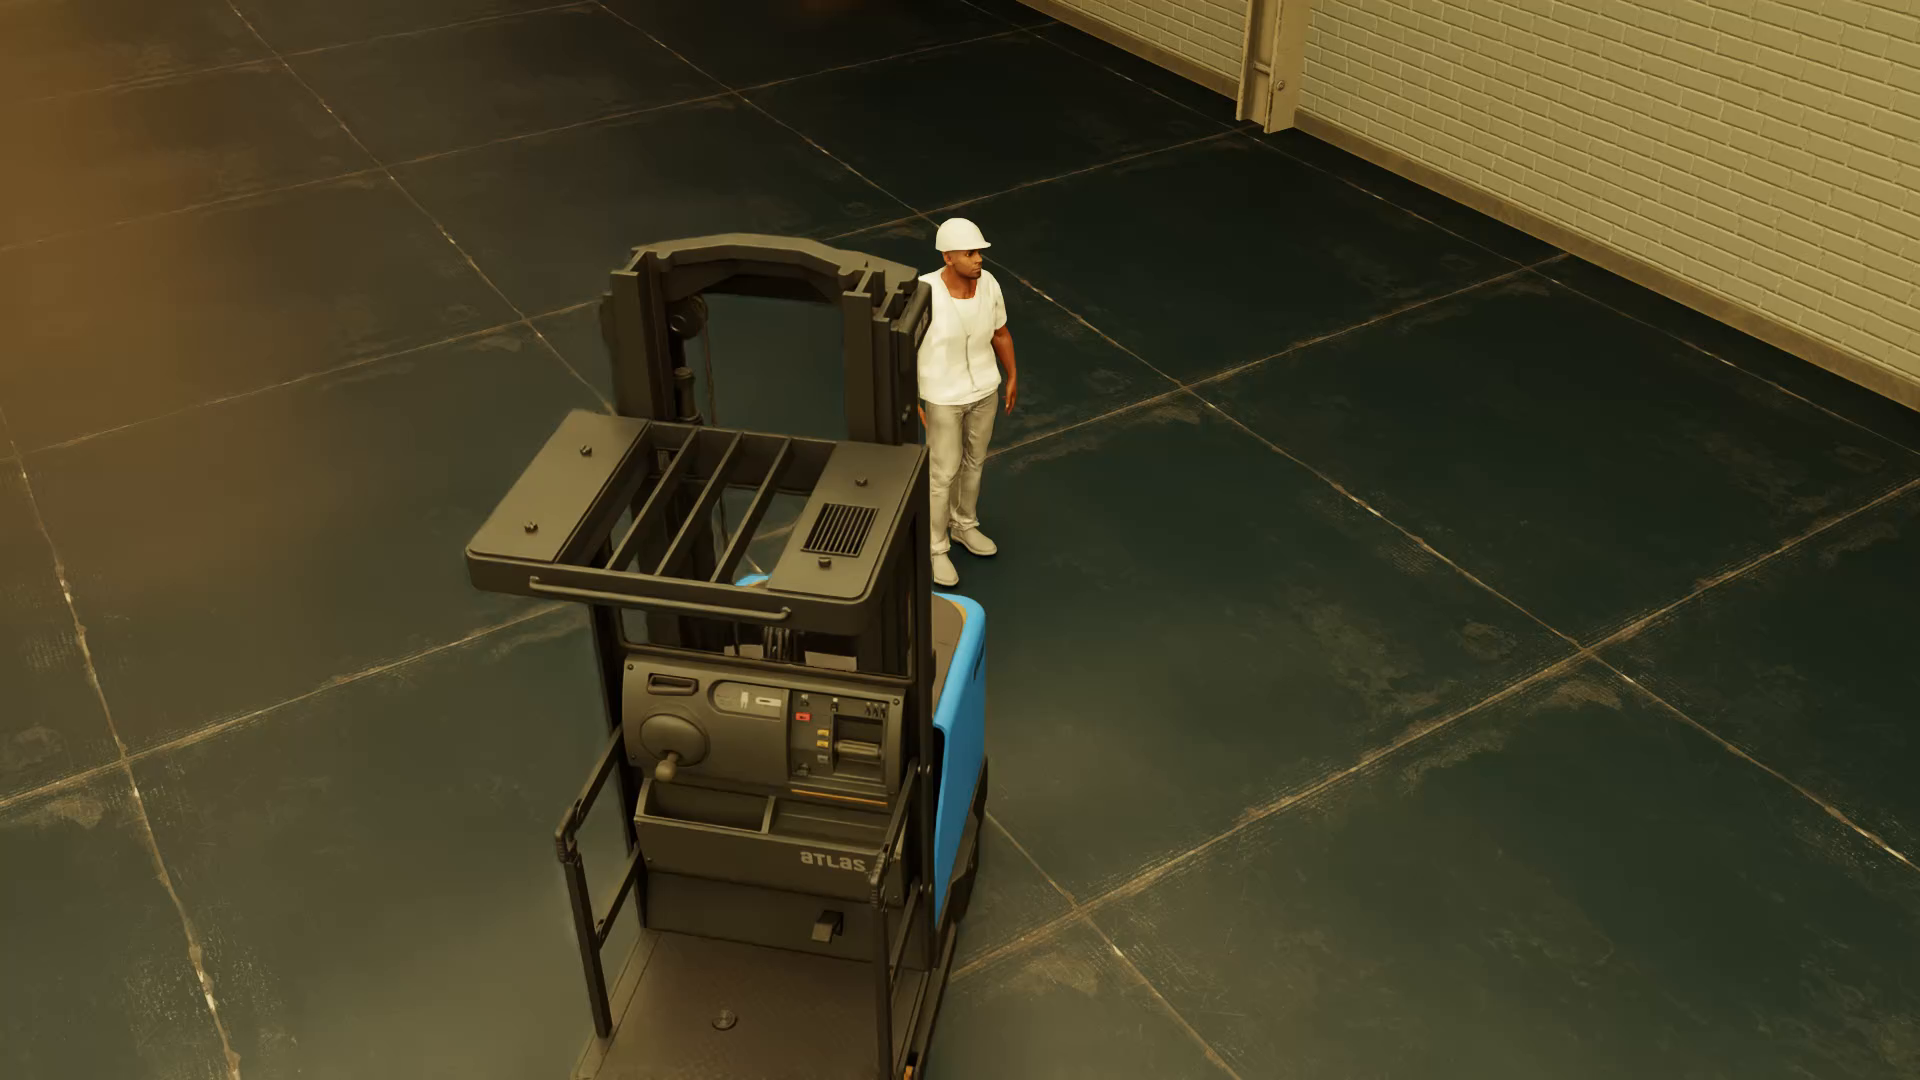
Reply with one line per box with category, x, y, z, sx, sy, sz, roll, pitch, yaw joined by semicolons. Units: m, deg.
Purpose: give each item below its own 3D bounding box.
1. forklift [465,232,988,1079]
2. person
forklift;-0.678;0.680;5.179;1.130;2.935;3.031;7;36;9
person;0.034;-0.693;8.135;0.666;1.768;0.575;-21;40;-27
